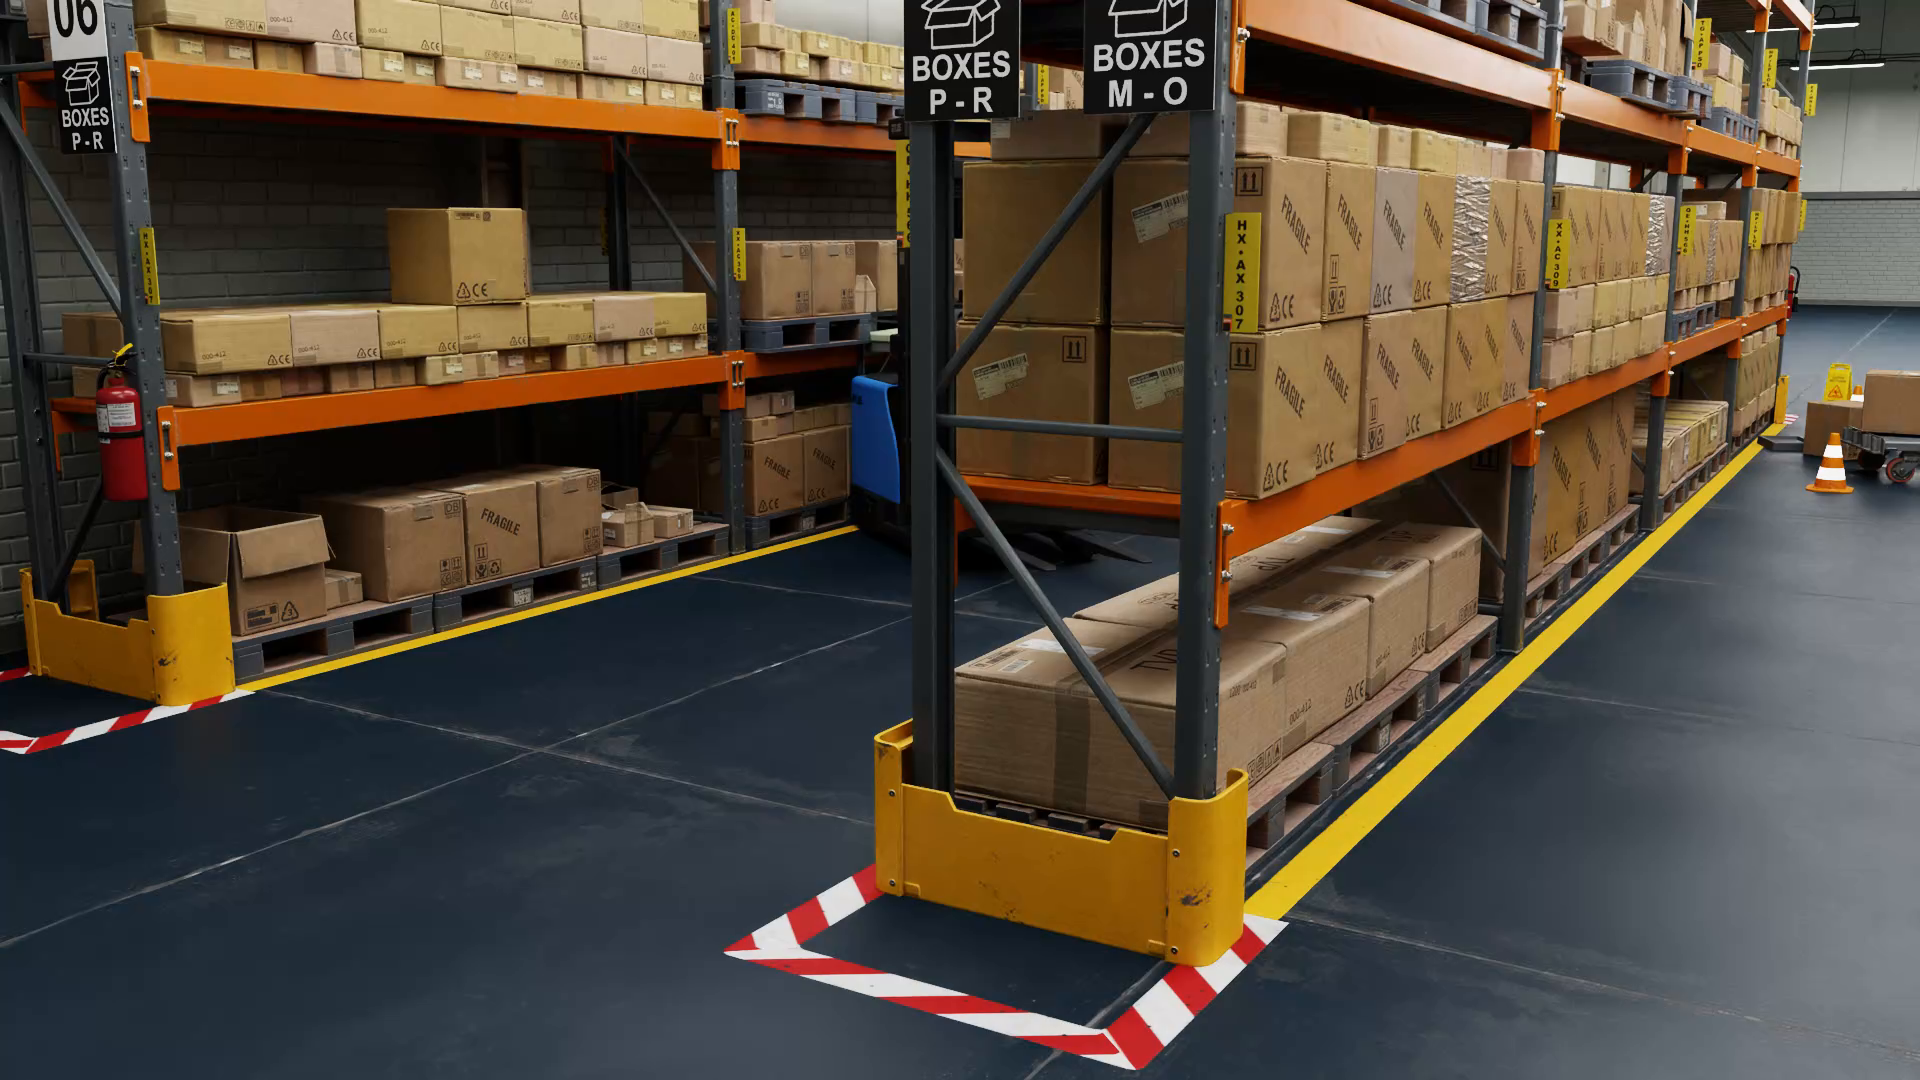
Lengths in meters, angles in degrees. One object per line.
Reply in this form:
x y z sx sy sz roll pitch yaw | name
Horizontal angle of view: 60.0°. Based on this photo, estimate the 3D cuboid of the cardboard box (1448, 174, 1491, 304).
1.845 -1.234 6.821 0.500 0.500 0.500 7 12 31 | cardboard box

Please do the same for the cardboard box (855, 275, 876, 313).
-0.814 -1.750 11.789 0.396 0.266 0.258 7 13 33 | cardboard box

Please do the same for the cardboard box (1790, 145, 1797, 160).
8.564 -4.067 17.473 0.380 0.149 0.250 6 12 31 | cardboard box

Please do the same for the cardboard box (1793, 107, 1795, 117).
8.521 -4.466 17.436 0.380 0.149 0.250 7 12 32 | cardboard box

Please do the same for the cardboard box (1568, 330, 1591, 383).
3.103 -1.006 8.998 0.500 0.250 0.500 6 12 29 | cardboard box

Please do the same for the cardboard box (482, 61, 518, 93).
-2.571 -2.449 8.829 0.380 0.149 0.250 7 13 32 | cardboard box

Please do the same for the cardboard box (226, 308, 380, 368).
-3.212 -0.996 8.137 0.500 0.250 0.500 7 12 31 | cardboard box

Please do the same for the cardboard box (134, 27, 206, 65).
-3.576 -2.177 7.379 0.380 0.149 0.250 7 13 32 | cardboard box

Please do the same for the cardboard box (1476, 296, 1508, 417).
2.096 -0.824 7.349 0.500 0.500 0.500 6 12 29 | cardboard box

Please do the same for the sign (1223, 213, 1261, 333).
0.776 -0.736 4.578 0.100 0.325 0.005 6 12 31 | sign

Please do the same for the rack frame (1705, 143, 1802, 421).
8.611 -2.841 18.394 1.000 3.000 0.127 6 12 31 | rack frame

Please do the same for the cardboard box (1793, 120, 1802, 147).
8.576 -4.282 17.537 0.500 0.250 0.500 6 12 30 | cardboard box

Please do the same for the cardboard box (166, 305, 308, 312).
-3.659 -1.050 8.424 0.500 0.250 0.500 6 12 31 | cardboard box

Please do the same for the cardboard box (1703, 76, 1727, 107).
5.822 -3.554 13.318 0.500 0.250 0.500 7 12 31 | cardboard box

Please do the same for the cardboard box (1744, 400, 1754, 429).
7.339 -1.219 16.061 0.500 0.250 0.500 7 13 34 | cardboard box

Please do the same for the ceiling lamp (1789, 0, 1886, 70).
20.864 -12.766 39.242 2.000 3.185 0.800 6 12 31 | ceiling lamp

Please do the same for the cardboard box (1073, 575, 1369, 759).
1.030 0.470 6.529 0.875 0.438 0.875 7 13 32 | cardboard box

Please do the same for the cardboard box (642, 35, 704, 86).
-1.900 -2.875 10.021 0.500 0.250 0.500 6 12 31 | cardboard box

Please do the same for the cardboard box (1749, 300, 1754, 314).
7.329 -2.233 15.826 0.380 0.149 0.250 7 13 32 | cardboard box

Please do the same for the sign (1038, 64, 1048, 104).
0.676 -3.733 13.602 0.100 0.325 0.005 6 12 31 | sign

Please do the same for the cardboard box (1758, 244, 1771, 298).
7.514 -2.609 16.074 0.500 0.500 0.500 6 12 30 | cardboard box

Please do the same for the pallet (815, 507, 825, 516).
-0.841 -0.381 12.832 1.003 0.211 1.213 6 12 31 | pallet

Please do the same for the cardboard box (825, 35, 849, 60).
-0.977 -3.313 11.224 0.380 0.149 0.250 6 12 30 | cardboard box

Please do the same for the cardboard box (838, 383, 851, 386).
-0.765 -1.181 13.416 0.380 0.149 0.250 6 12 28 | cardboard box

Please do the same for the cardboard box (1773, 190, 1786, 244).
7.516 -3.102 15.991 0.700 0.500 0.500 6 12 29 | cardboard box

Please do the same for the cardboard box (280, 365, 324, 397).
-3.335 -0.790 8.118 0.380 0.149 0.250 6 12 30 | cardboard box

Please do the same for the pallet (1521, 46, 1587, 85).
2.815 -2.483 8.851 0.805 0.209 1.217 6 12 28 | pallet

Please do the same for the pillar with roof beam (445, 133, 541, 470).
0.684 -3.942 7.970 9.100 9.000 0.400 6 12 31 | pillar with roof beam

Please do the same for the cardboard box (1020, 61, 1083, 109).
0.798 -3.927 14.355 0.500 0.500 0.500 7 12 31 | cardboard box

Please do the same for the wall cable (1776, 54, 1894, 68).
23.782 -11.993 45.690 3.097 2.526 0.112 6 12 31 | wall cable

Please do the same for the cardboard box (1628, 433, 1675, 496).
4.760 -0.586 12.347 0.950 0.372 0.625 5 12 27 | cardboard box

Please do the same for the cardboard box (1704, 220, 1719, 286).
5.690 -2.278 13.166 0.500 0.500 0.500 6 12 29 | cardboard box

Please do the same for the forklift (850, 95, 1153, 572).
0.232 -1.333 10.526 1.130 2.935 3.031 -4 11 -21 | forklift

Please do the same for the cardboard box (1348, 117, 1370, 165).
1.155 -1.335 5.596 0.380 0.149 0.250 6 12 29 | cardboard box

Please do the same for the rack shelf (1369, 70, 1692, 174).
3.419 -2.389 9.784 1.077 0.370 4.000 6 12 31 | rack shelf

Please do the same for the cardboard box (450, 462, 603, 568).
-2.525 -0.158 9.710 0.700 0.500 0.500 6 12 29 | cardboard box

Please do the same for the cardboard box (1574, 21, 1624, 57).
3.337 -2.686 8.905 0.380 0.166 0.250 5 12 27 | cardboard box

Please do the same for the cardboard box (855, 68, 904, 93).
-0.592 -3.287 11.895 0.380 0.149 0.250 7 13 32 | cardboard box

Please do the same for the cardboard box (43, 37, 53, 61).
-3.971 -2.222 7.617 0.380 0.149 0.250 7 13 32 | cardboard box

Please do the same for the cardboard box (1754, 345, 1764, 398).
7.610 -1.669 16.428 0.500 0.500 0.500 7 13 34 | cardboard box

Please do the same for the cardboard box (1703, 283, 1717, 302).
5.961 -2.029 13.596 0.380 0.149 0.250 6 12 31 | cardboard box

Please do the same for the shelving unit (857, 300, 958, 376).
-0.354 -0.967 12.073 0.431 1.500 0.755 7 15 32 | shelving unit

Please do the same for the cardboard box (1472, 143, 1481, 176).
2.010 -1.624 7.139 0.380 0.149 0.250 6 12 30 | cardboard box

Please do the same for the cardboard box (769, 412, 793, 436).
-1.372 -0.806 11.413 0.380 0.149 0.250 6 12 29 | cardboard box

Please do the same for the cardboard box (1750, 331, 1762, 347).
7.590 -1.959 16.212 0.380 0.149 0.250 7 13 34 | cardboard box

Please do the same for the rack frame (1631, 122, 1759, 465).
6.535 -2.212 15.034 1.000 3.000 0.127 6 12 31 | rack frame

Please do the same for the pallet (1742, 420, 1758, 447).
7.486 -1.143 16.902 1.003 0.211 1.213 6 12 31 | pallet

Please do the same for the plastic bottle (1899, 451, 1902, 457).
8.807 -0.792 15.432 0.133 0.061 0.283 9 14 40 | plastic bottle

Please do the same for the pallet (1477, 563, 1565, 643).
2.717 0.288 9.257 1.003 0.211 1.213 6 12 31 | pallet

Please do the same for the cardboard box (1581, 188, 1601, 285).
3.096 -1.619 8.877 0.500 0.500 0.500 6 12 30 | cardboard box

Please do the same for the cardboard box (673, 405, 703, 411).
-1.786 -0.852 11.655 0.380 0.149 0.250 6 12 31 | cardboard box

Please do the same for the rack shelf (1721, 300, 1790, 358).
7.573 -2.173 16.781 1.077 0.370 4.000 6 12 31 | rack shelf

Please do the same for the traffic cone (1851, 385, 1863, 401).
9.491 -1.404 17.608 0.336 0.463 0.334 6 12 31 | traffic cone

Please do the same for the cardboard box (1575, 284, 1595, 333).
3.097 -1.253 8.959 0.500 0.250 0.500 7 12 32 | cardboard box

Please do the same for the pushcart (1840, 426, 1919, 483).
8.509 -0.713 14.154 1.648 0.377 0.936 2 11 11 | pushcart

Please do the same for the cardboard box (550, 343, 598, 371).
-2.312 -1.062 9.574 0.380 0.149 0.250 6 12 30 | cardboard box
